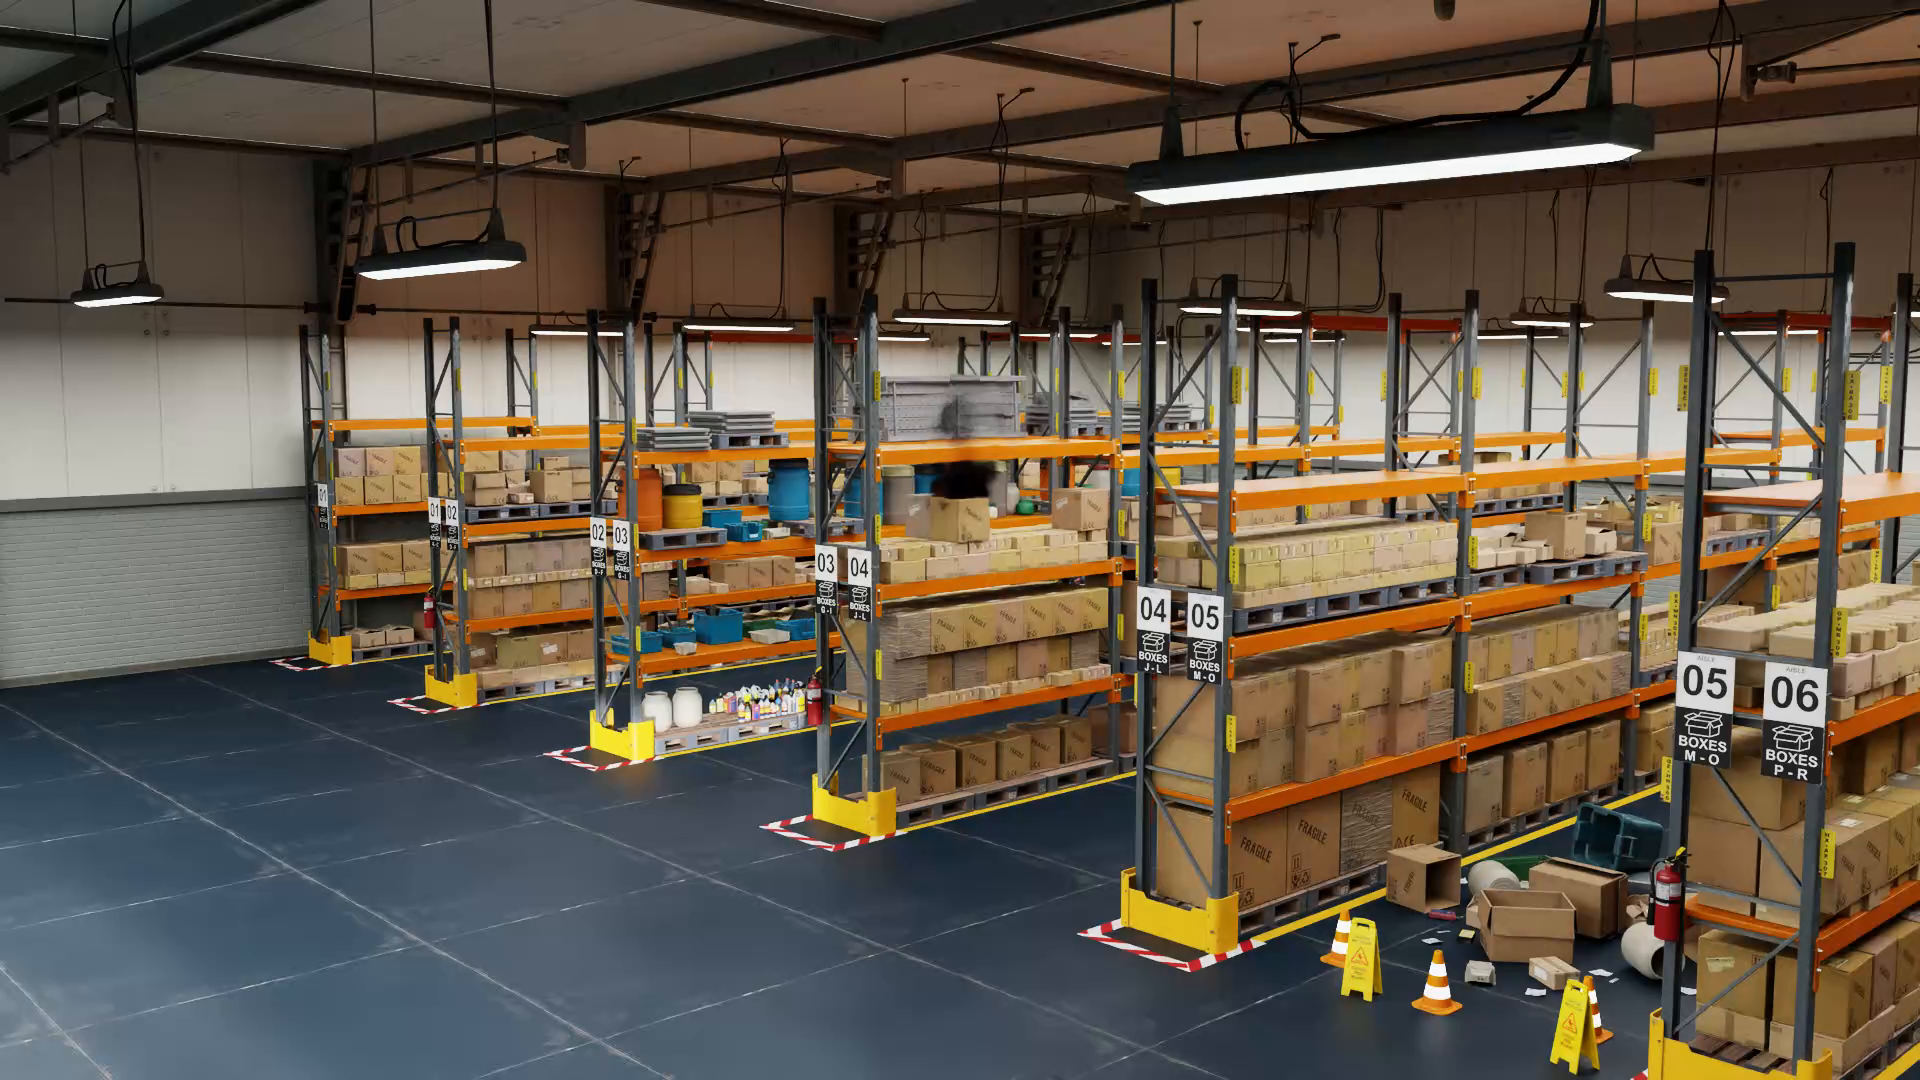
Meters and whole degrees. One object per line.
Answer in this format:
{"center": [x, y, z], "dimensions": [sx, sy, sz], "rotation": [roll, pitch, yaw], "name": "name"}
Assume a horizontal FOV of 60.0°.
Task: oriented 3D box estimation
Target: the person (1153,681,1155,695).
{"center": [3.148, 1.678, 26.042], "dimensions": [0.673, 1.697, 0.944], "rotation": [5, 8, 43], "name": "person"}
